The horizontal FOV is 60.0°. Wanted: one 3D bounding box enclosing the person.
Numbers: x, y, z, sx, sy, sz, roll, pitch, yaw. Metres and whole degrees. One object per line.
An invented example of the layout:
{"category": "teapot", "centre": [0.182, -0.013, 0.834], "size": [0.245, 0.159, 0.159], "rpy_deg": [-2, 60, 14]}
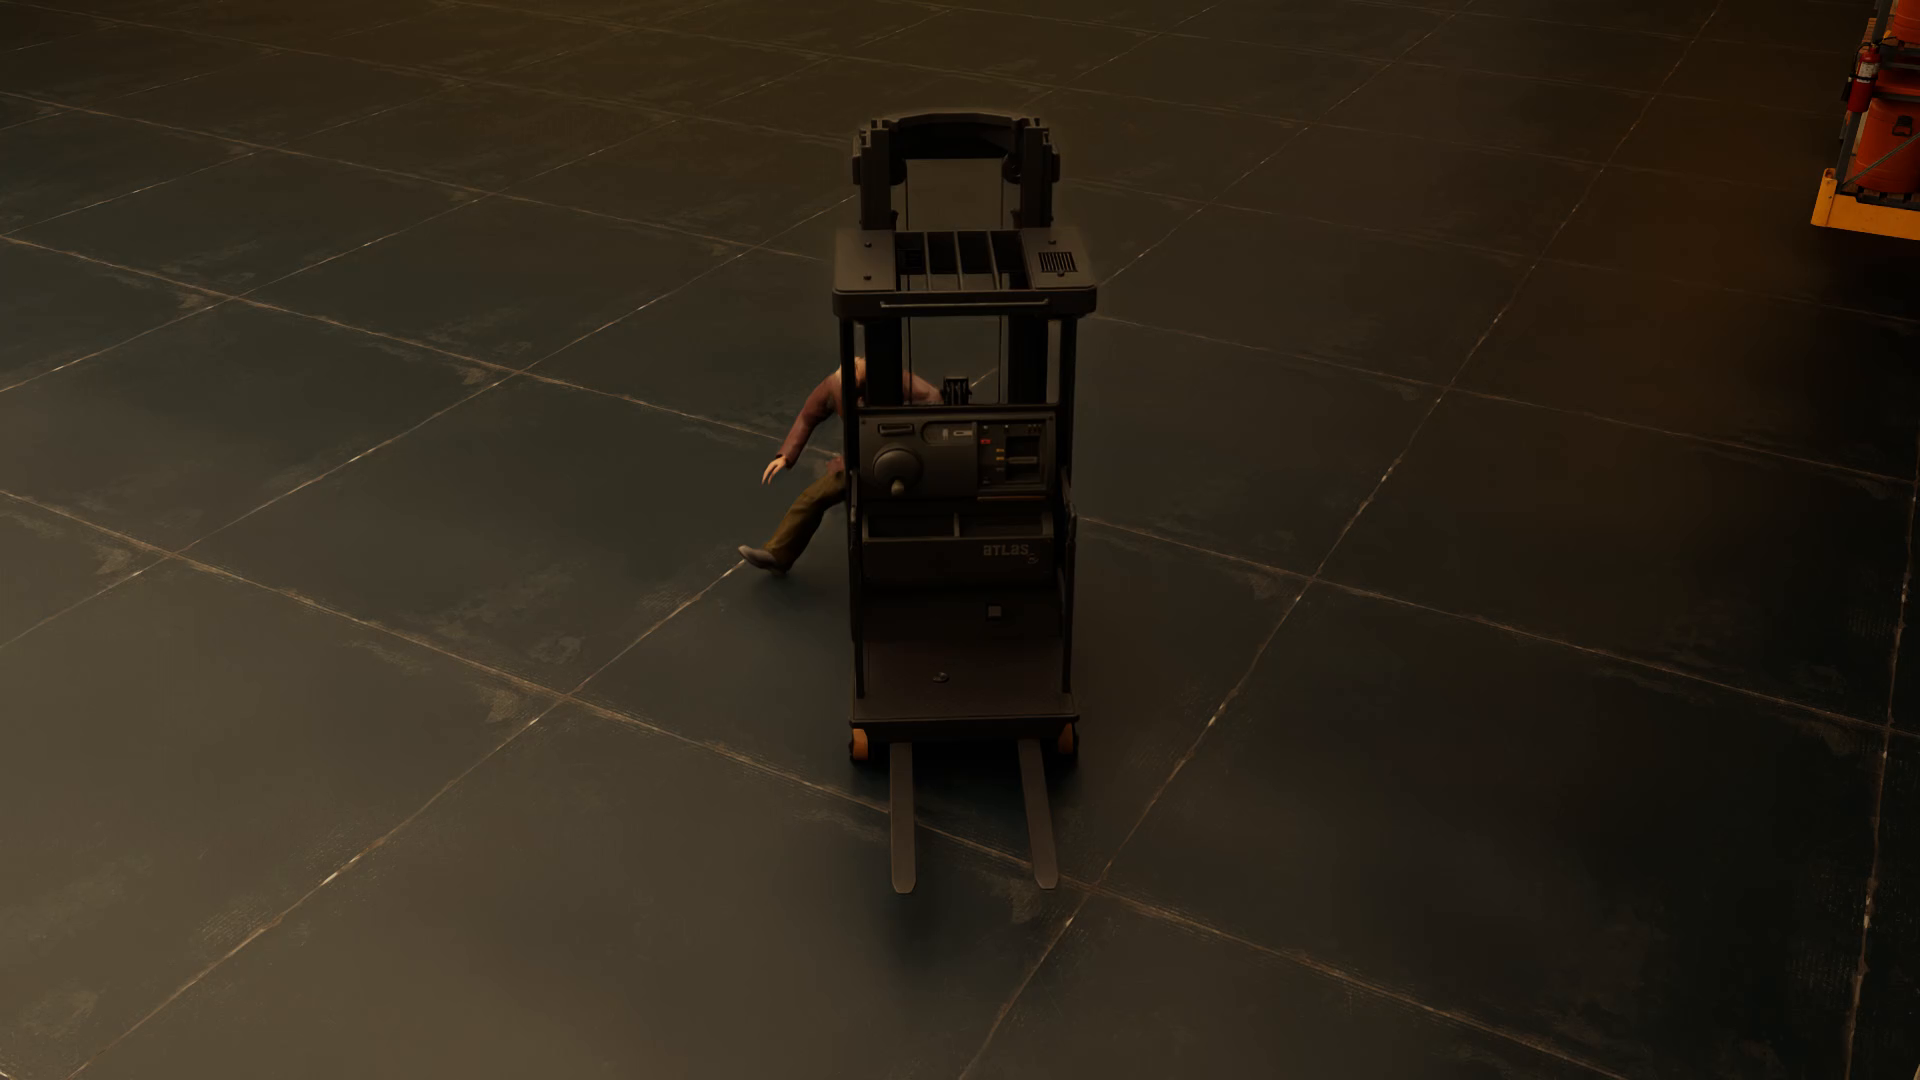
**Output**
{"category": "person", "centre": [-0.467, -0.353, 9.246], "size": [1.323, 1.416, 0.967], "rpy_deg": [18, 35, 28]}

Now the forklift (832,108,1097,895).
{"category": "forklift", "centre": [0.002, -0.355, 7.685], "size": [1.130, 2.935, 3.031], "rpy_deg": [-1, 30, -2]}
